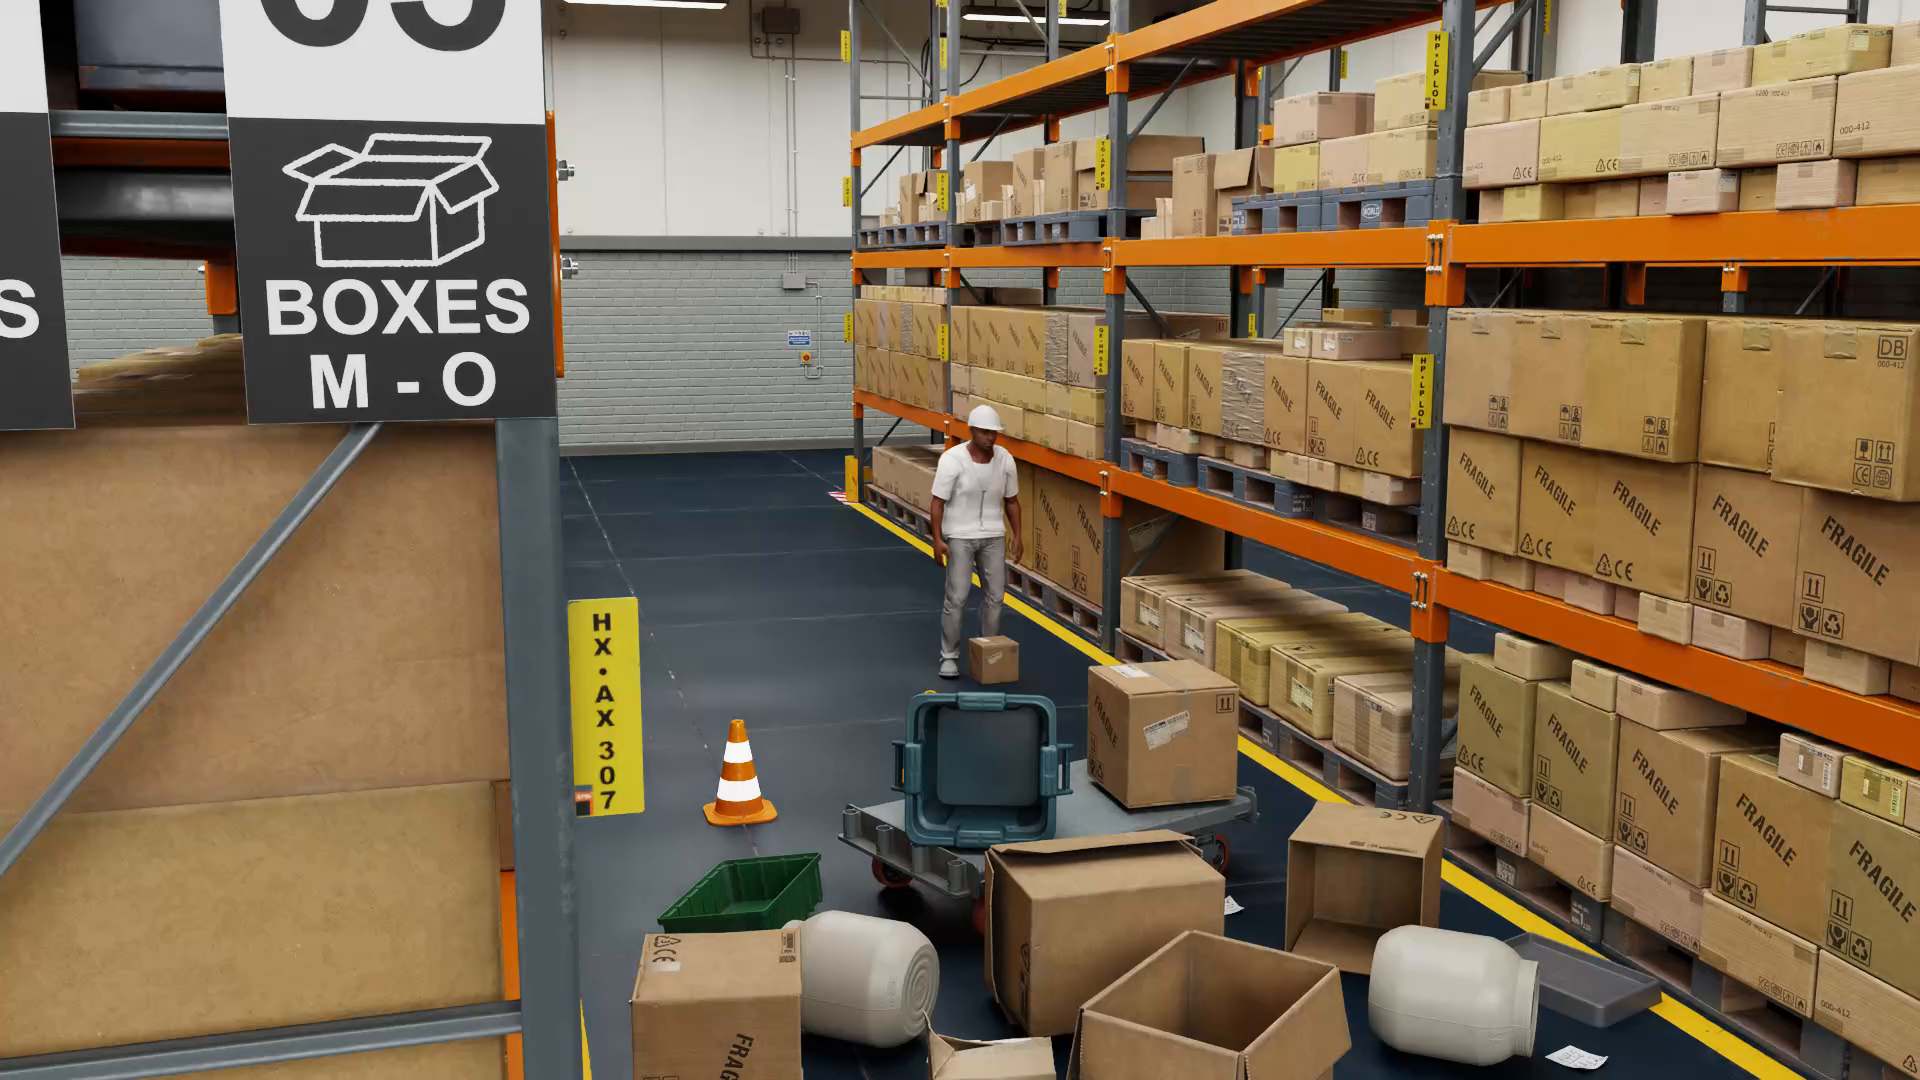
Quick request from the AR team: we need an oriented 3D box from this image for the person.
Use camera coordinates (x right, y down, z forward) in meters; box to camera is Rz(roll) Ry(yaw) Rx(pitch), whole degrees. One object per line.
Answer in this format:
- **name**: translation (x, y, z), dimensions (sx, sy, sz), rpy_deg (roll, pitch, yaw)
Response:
- **person**: translation (0.113, -0.001, 10.830), dimensions (0.637, 1.757, 0.456), rpy_deg (-4, 10, -21)
